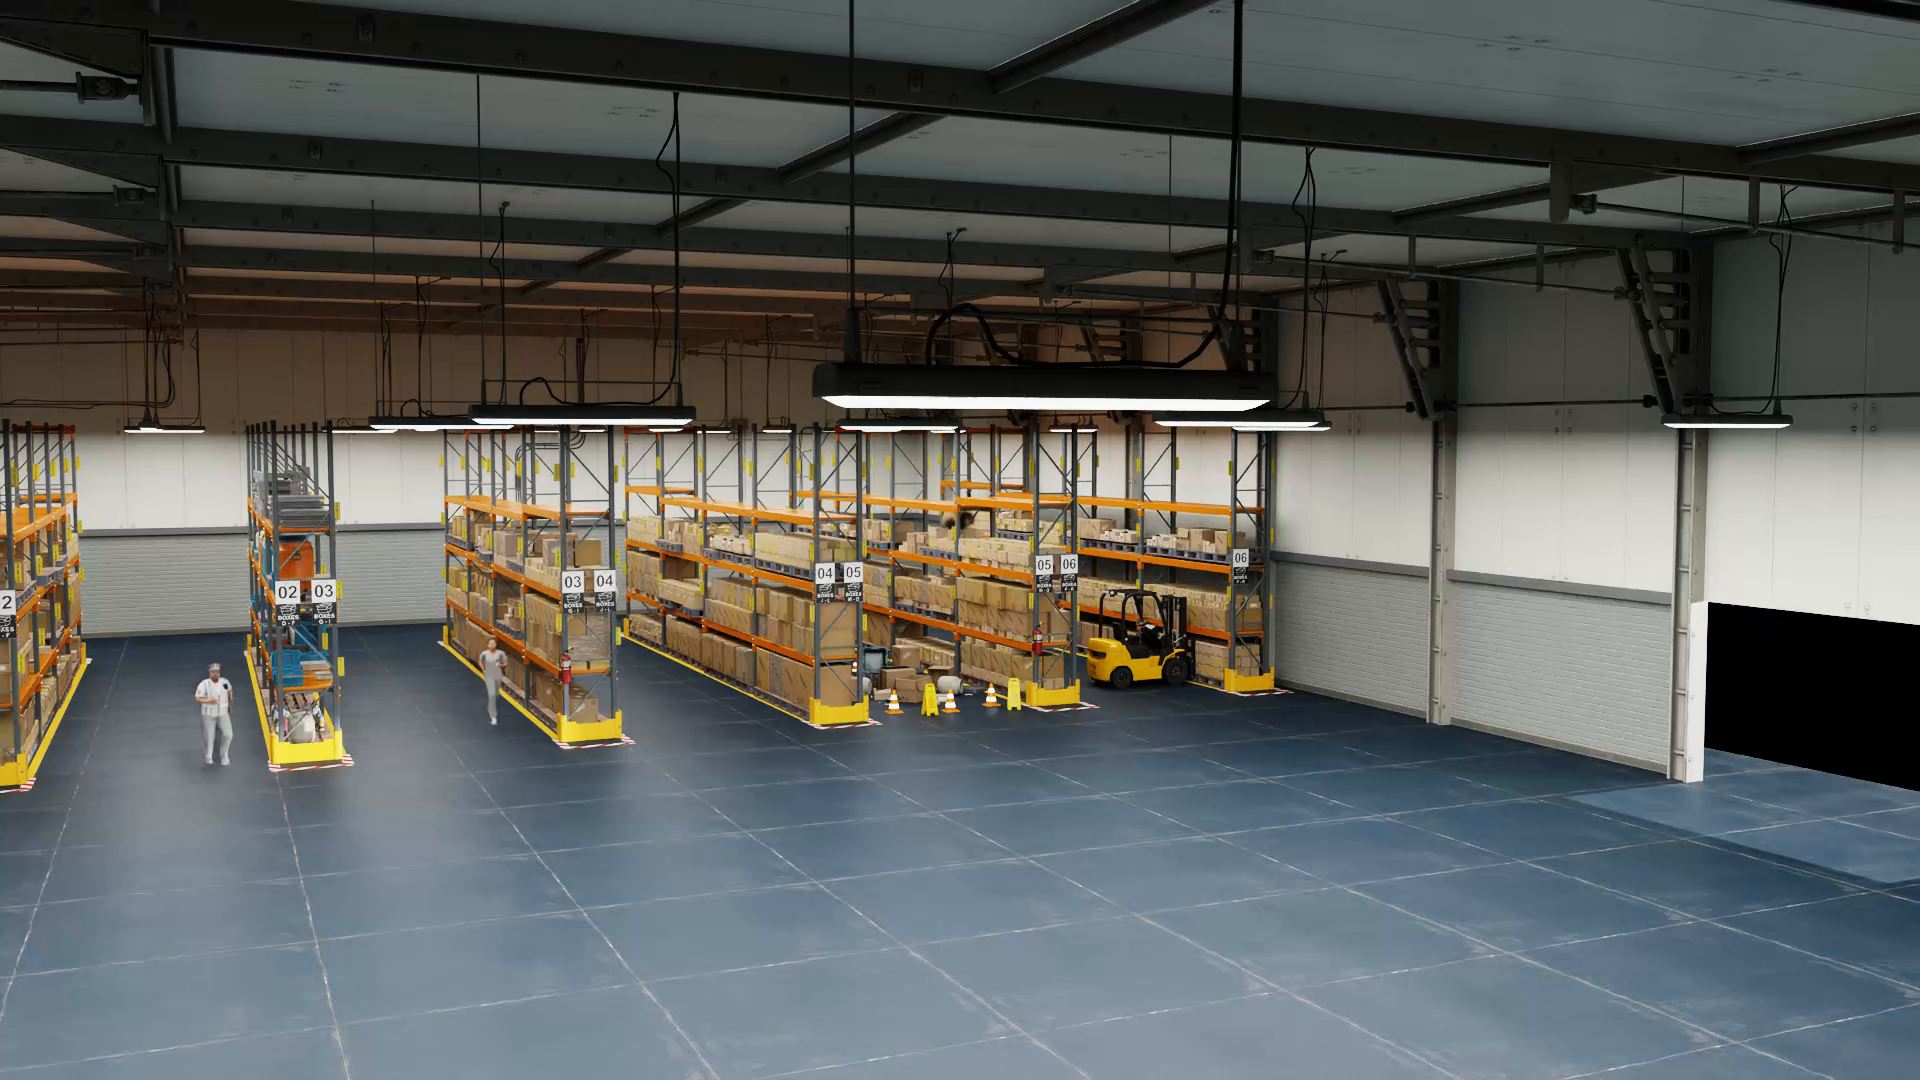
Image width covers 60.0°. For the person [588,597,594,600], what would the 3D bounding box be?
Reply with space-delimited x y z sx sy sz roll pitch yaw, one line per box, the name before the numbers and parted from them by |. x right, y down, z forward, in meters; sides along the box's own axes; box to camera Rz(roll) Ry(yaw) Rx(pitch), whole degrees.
person | -10.590 1.977 46.749 0.635 1.623 0.658 0 4 -3

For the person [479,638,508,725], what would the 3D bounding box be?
person | -9.345 2.800 33.369 0.549 1.703 0.865 -2 4 -25

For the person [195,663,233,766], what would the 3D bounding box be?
person | -12.900 3.050 28.859 0.658 1.841 0.682 -3 5 -40
